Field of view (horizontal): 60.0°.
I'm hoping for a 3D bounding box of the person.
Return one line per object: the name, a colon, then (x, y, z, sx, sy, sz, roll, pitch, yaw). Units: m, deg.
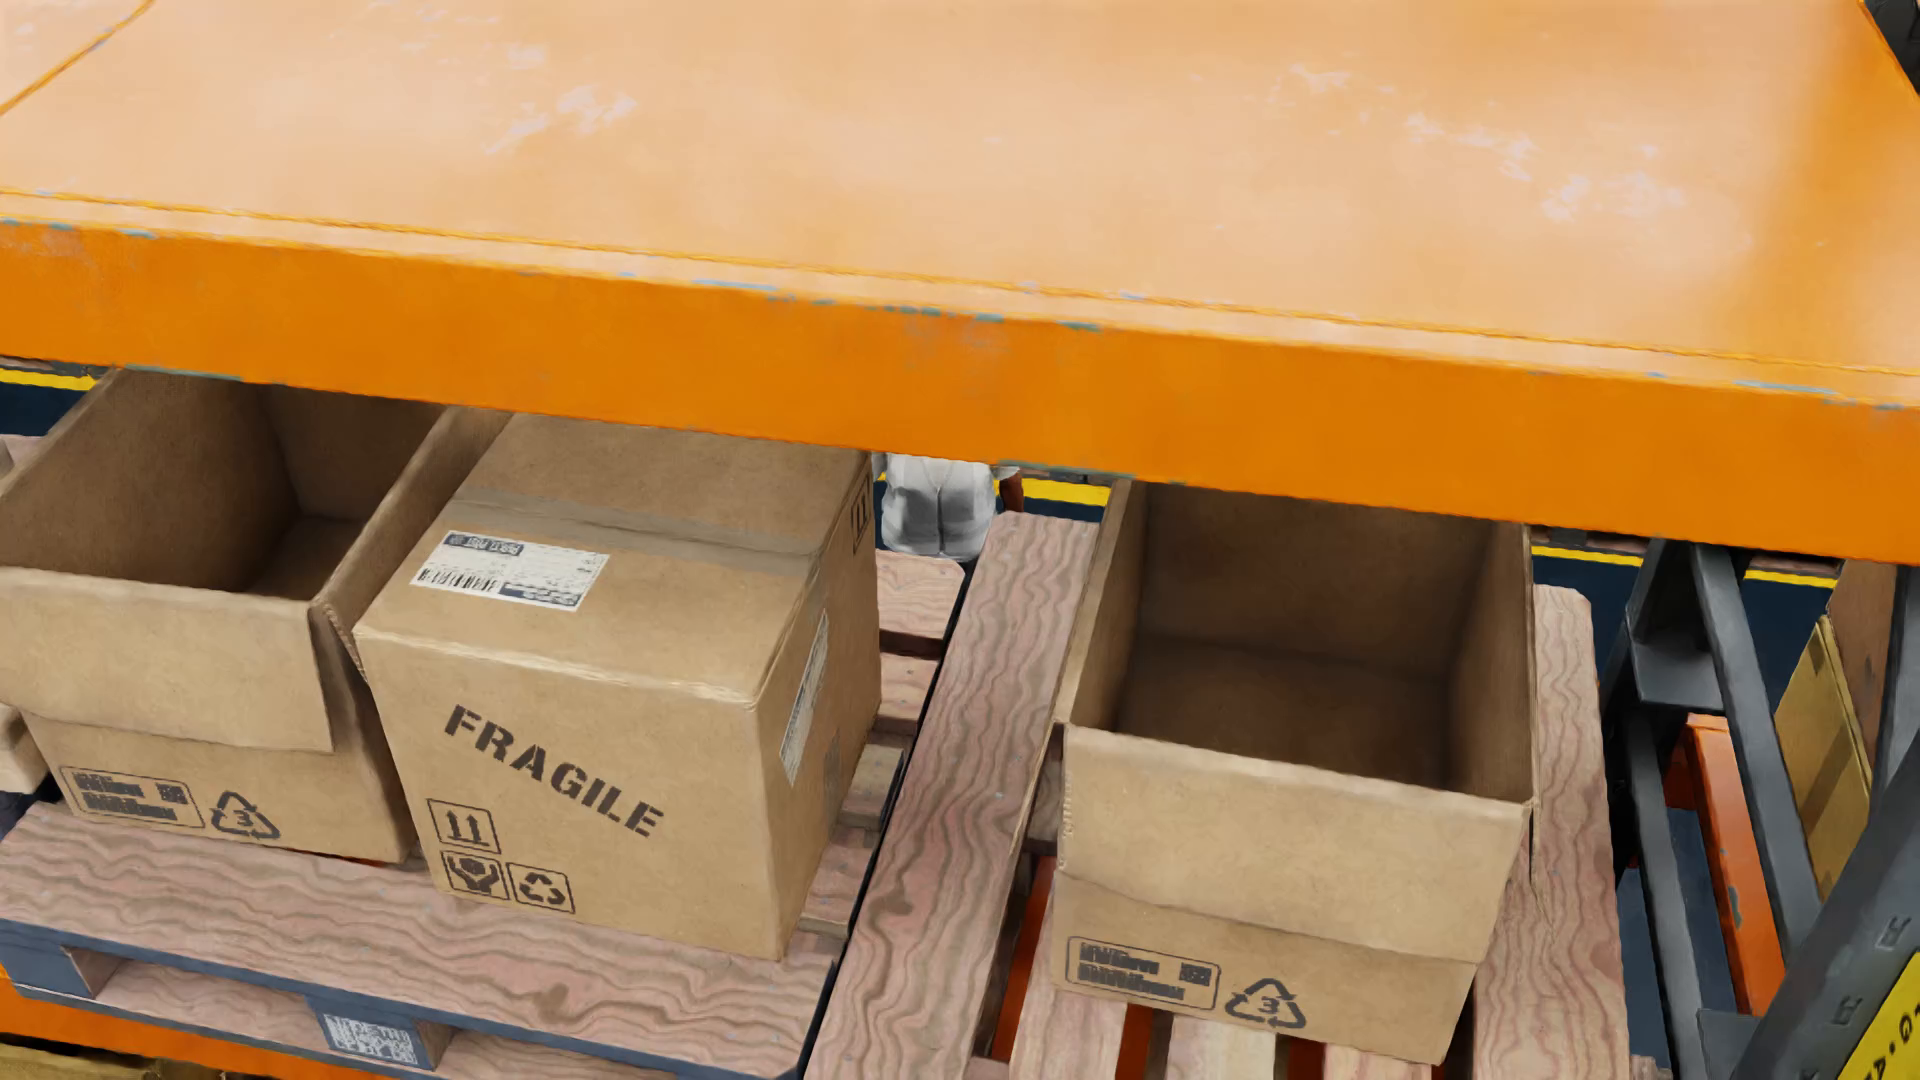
person: (-0.113, 0.030, 6.091, 0.709, 1.766, 0.633, -4, 40, -4)
